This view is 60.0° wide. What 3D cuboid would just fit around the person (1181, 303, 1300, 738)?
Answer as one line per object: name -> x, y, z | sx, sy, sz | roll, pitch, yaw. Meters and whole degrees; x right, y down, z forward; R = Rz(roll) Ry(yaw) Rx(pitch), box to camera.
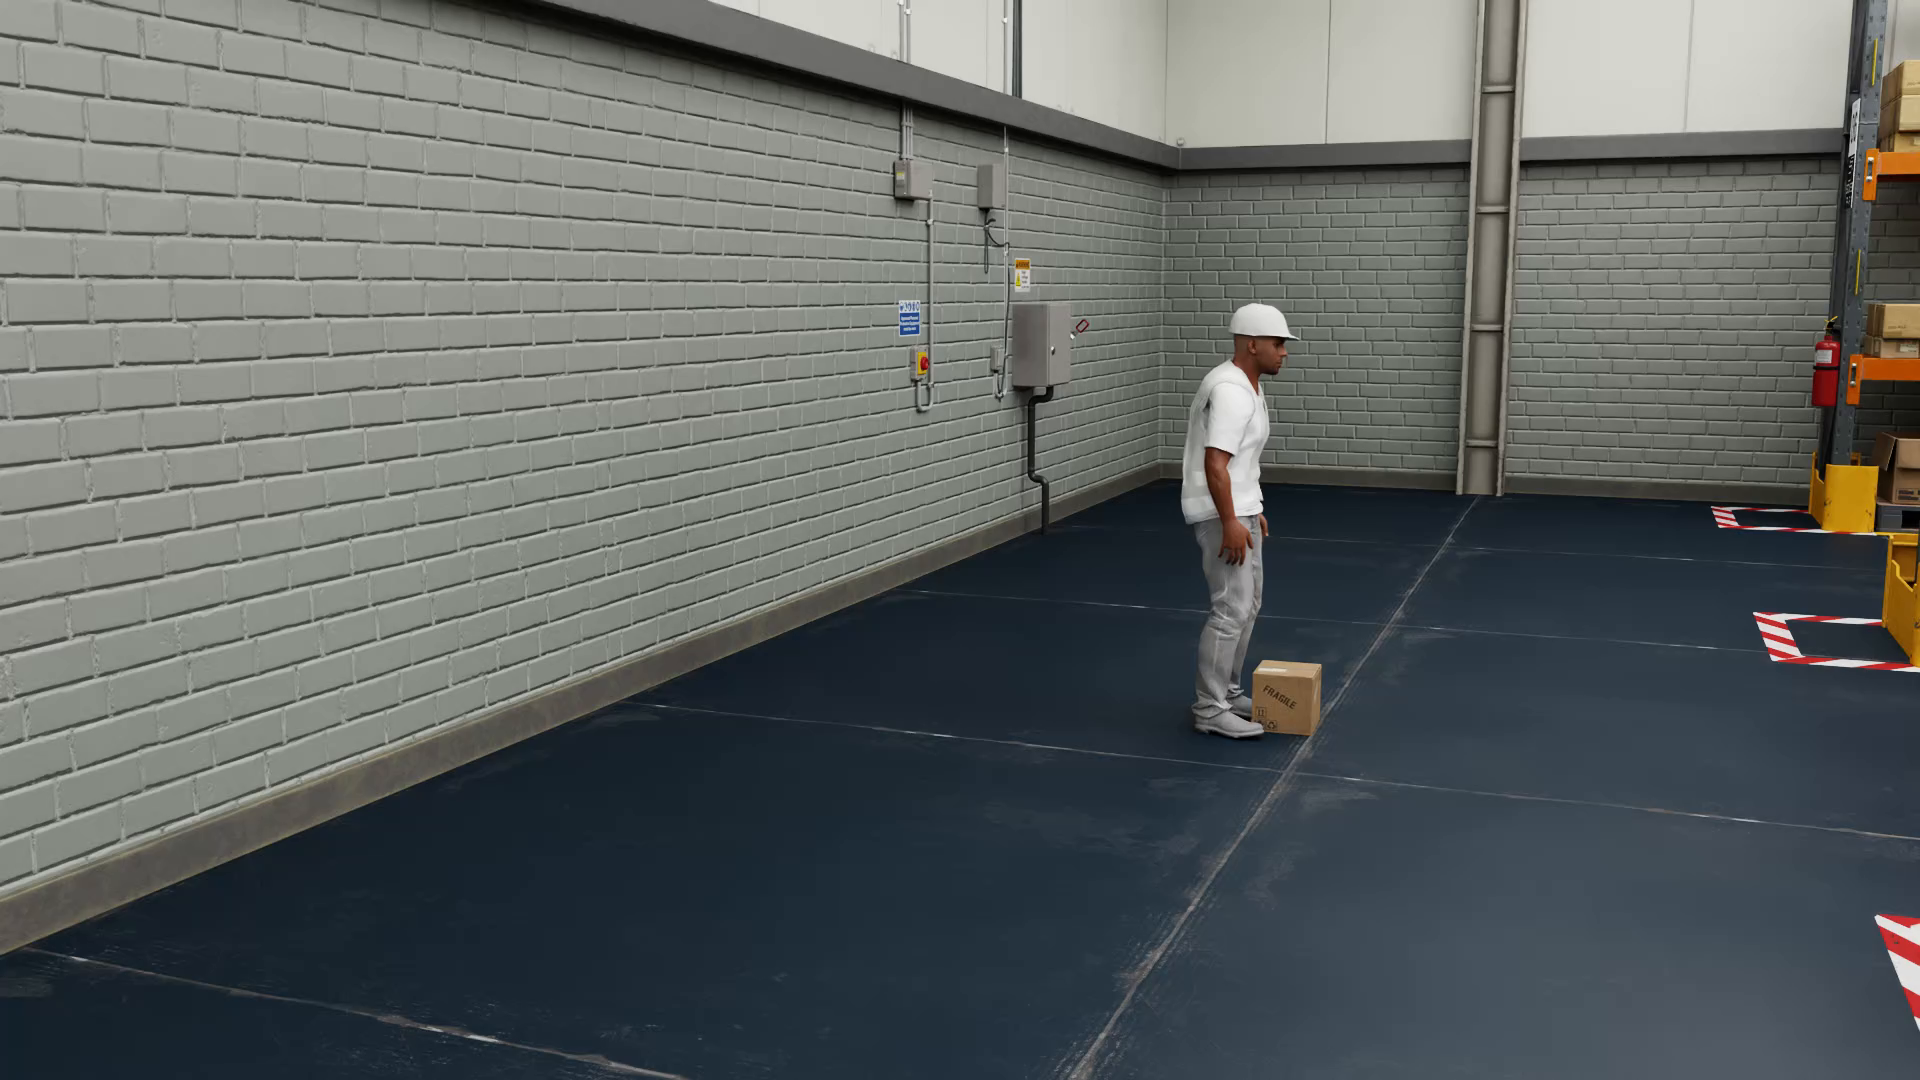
person -> 1.158, -0.096, 6.930 | 0.458, 1.757, 0.638 | 3, 9, 19
